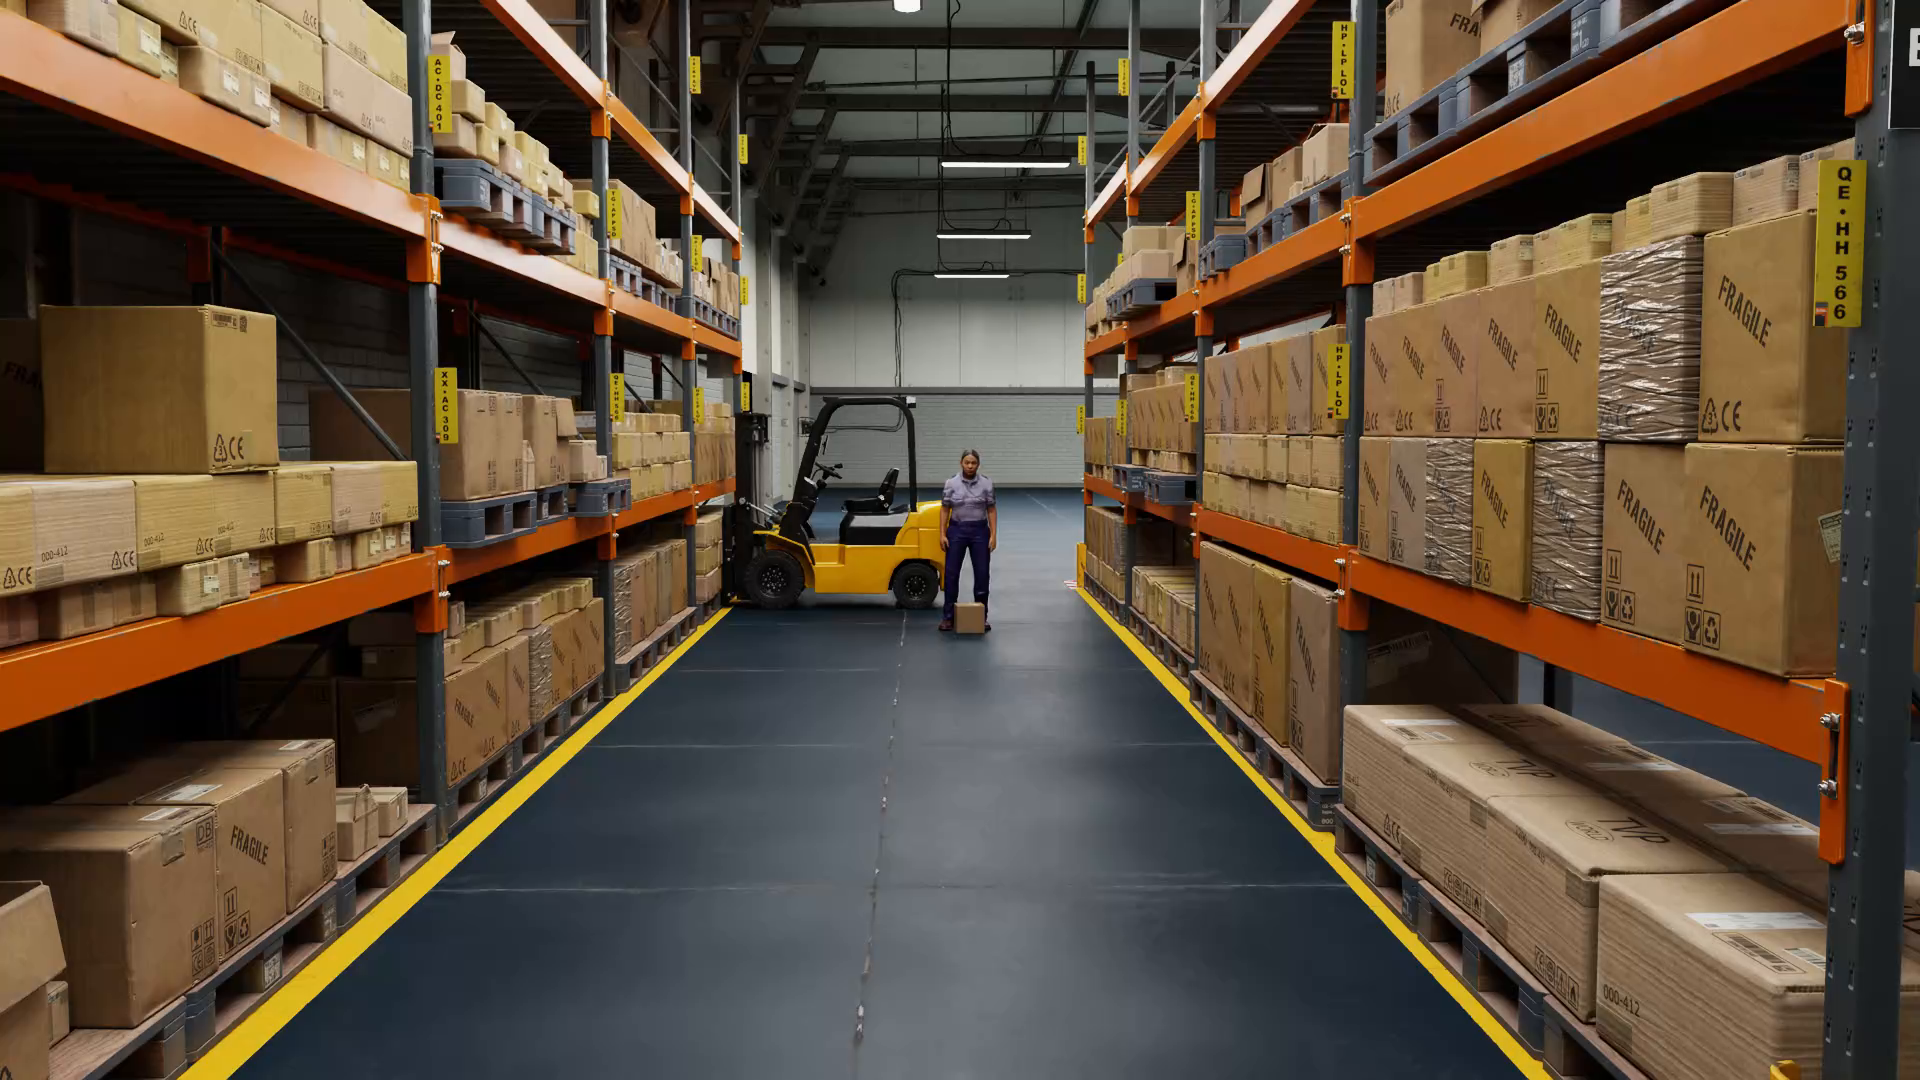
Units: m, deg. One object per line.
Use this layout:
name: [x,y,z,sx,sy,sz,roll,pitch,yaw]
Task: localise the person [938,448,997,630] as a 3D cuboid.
person: [0.069,-0.011,15.206,0.538,1.652,0.371,0,4,-1]
